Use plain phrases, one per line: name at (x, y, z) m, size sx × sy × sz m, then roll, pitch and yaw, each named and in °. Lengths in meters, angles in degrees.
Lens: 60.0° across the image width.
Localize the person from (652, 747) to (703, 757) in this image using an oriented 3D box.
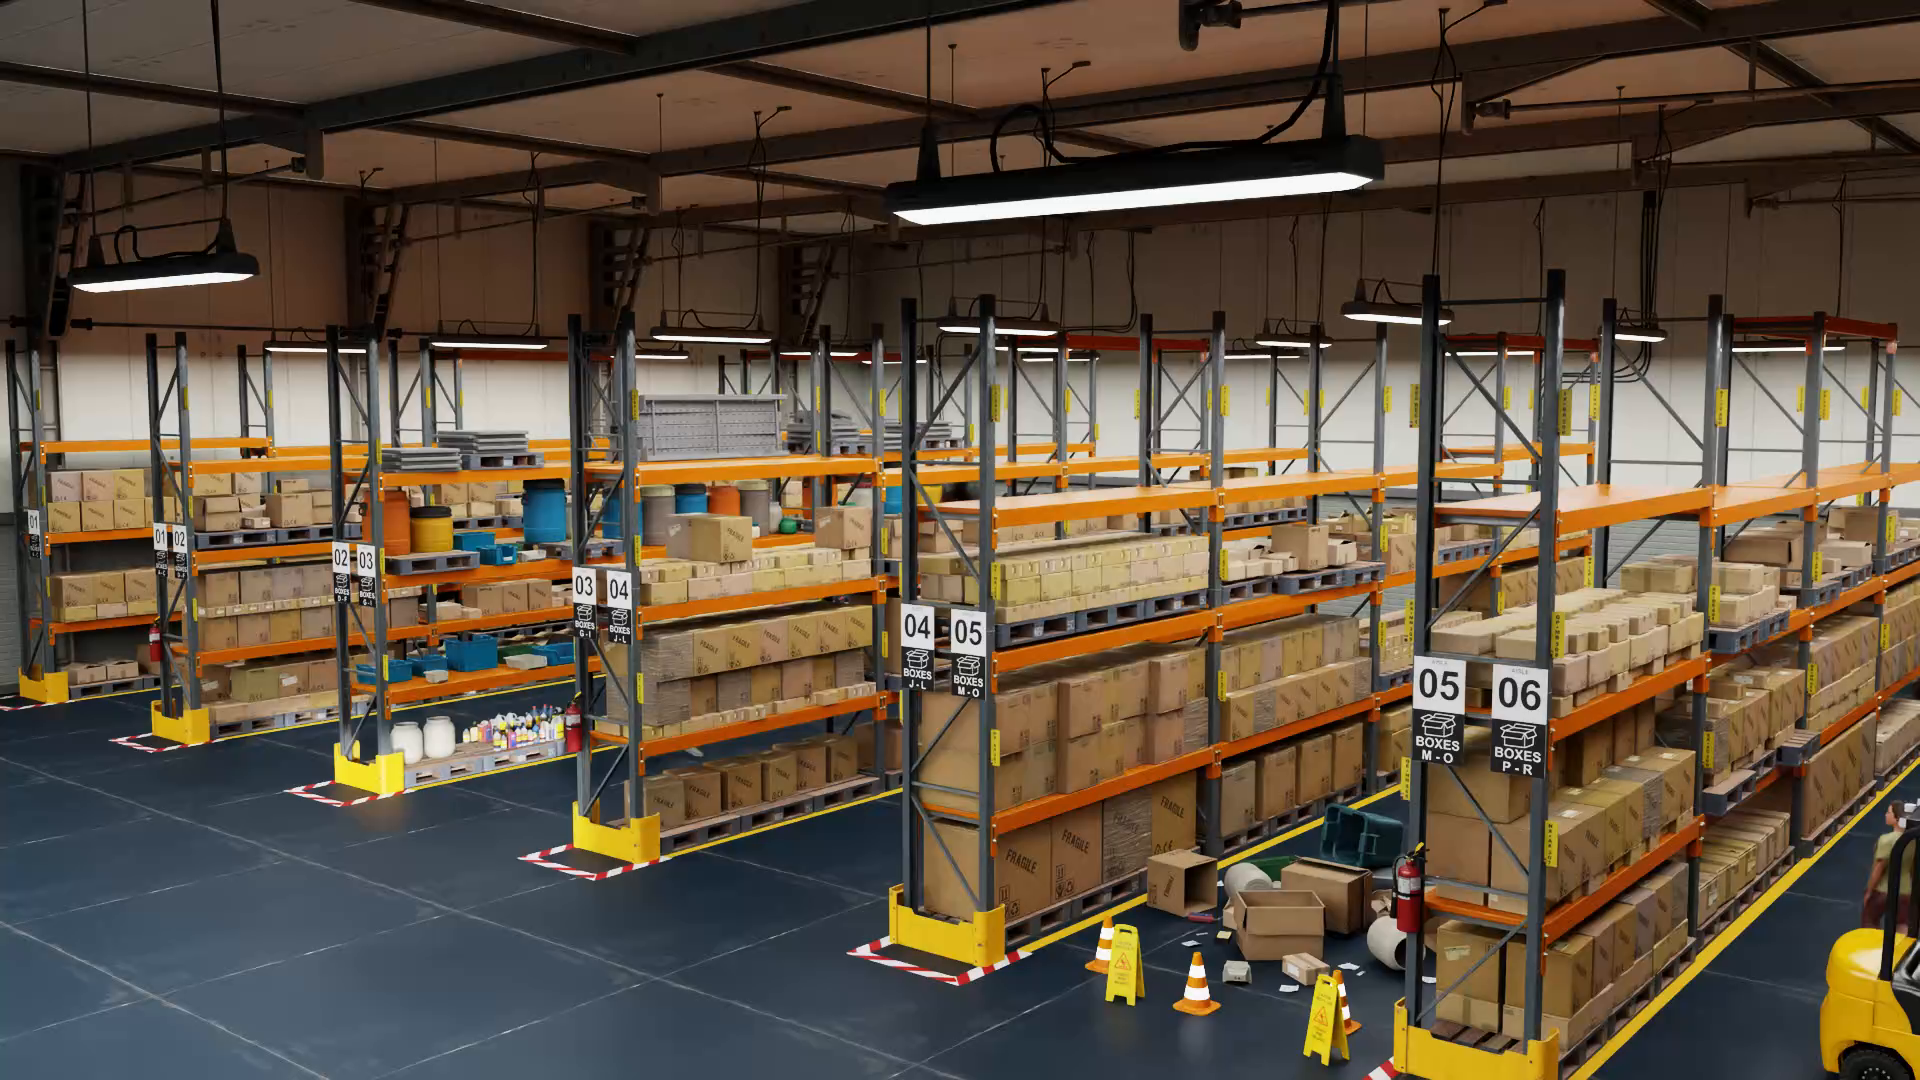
person at (-3.998, 2.193, 23.219) m, size 0.552 × 1.701 × 0.635 m, roll 5°, pitch 7°, yaw 42°

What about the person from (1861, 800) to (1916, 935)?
person at (8.106, 3.059, 14.530) m, size 0.484 × 1.634 × 0.617 m, roll 0°, pitch 5°, yaw 5°

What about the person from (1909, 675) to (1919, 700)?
person at (14.803, 2.015, 25.519) m, size 0.699 × 1.661 × 1.045 m, roll -3°, pitch 6°, yaw -32°

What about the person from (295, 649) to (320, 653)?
person at (-10.921, 1.754, 28.075) m, size 0.615 × 1.793 × 0.472 m, roll -2°, pitch 6°, yaw -24°
